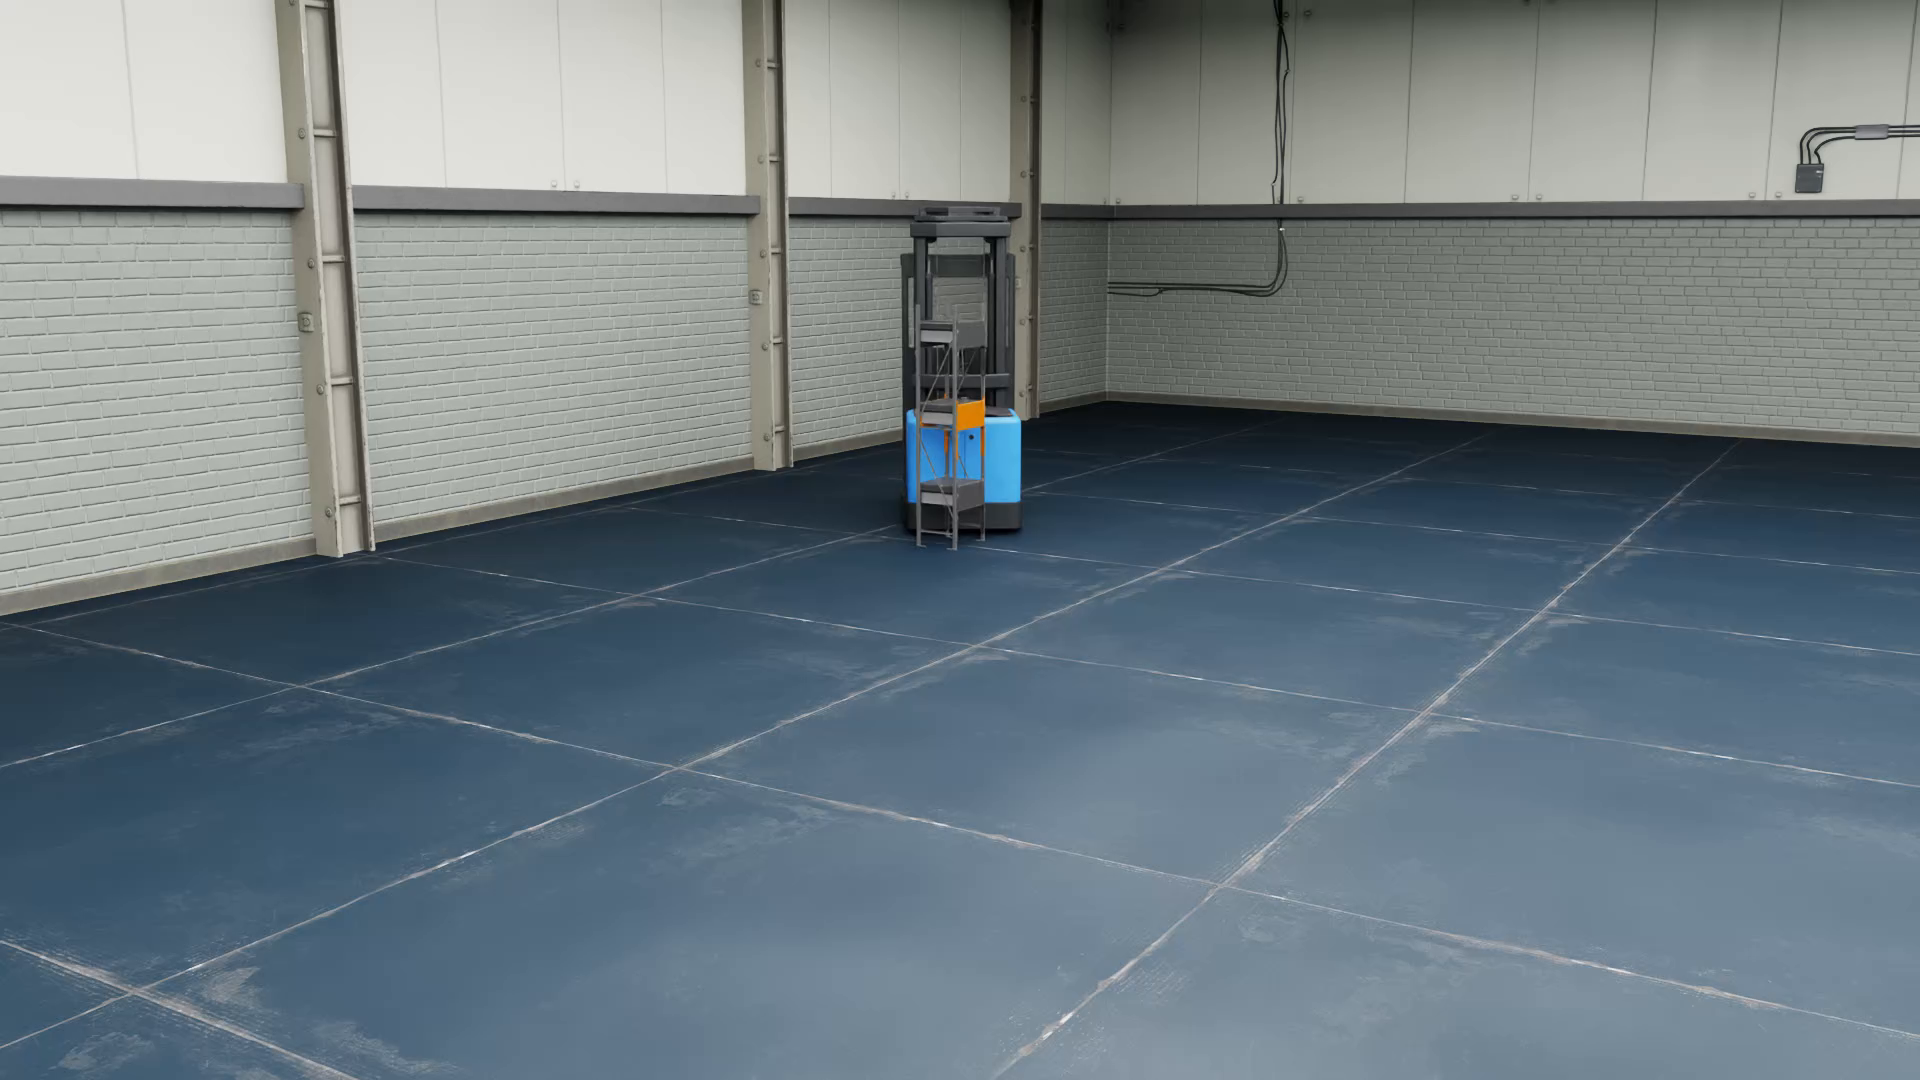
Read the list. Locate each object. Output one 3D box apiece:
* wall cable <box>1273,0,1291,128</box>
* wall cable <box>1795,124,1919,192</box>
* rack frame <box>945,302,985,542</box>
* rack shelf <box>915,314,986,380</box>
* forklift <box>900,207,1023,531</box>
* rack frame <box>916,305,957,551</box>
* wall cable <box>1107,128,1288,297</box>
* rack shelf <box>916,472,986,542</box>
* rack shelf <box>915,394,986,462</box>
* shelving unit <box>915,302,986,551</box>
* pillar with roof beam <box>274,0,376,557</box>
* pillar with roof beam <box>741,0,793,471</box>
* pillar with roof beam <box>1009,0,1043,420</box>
[{"bbox_3d":[5.908,-7.243,23.815,3.097,2.526,0.112,6,12,31],"label":"wall cable"},{"bbox_3d":[11.702,-7.307,20.204,2.305,6.003,0.169,6,12,31],"label":"wall cable"},{"bbox_3d":[0.044,-1.033,14.681,0.400,2.100,0.015,6,12,30],"label":"rack frame"},{"bbox_3d":[-0.079,-1.669,14.347,0.431,0.518,0.480,6,12,30],"label":"rack shelf"},{"bbox_3d":[-0.026,-1.745,16.226,1.130,2.935,3.031,0,11,-3],"label":"forklift"},{"bbox_3d":[-0.202,-0.956,14.266,0.400,2.100,0.015,6,12,30],"label":"rack frame"},{"bbox_3d":[3.596,-5.019,25.660,3.097,2.526,0.112,6,12,31],"label":"wall cable"},{"bbox_3d":[-0.079,-0.293,14.605,0.431,0.518,0.480,6,12,30],"label":"rack shelf"},{"bbox_3d":[-0.079,-0.981,14.476,0.431,0.518,0.480,6,12,30],"label":"rack shelf"},{"bbox_3d":[-0.079,-0.994,14.474,0.431,2.100,0.503,6,12,30],"label":"shelving unit"},{"bbox_3d":[-1.614,-3.909,11.297,9.100,9.000,0.400,6,12,31],"label":"pillar with roof beam"},{"bbox_3d":[1.501,-4.853,16.337,9.100,9.000,0.400,6,12,31],"label":"pillar with roof beam"},{"bbox_3d":[4.616,-5.797,21.377,9.100,9.000,0.400,6,12,31],"label":"pillar with roof beam"}]
